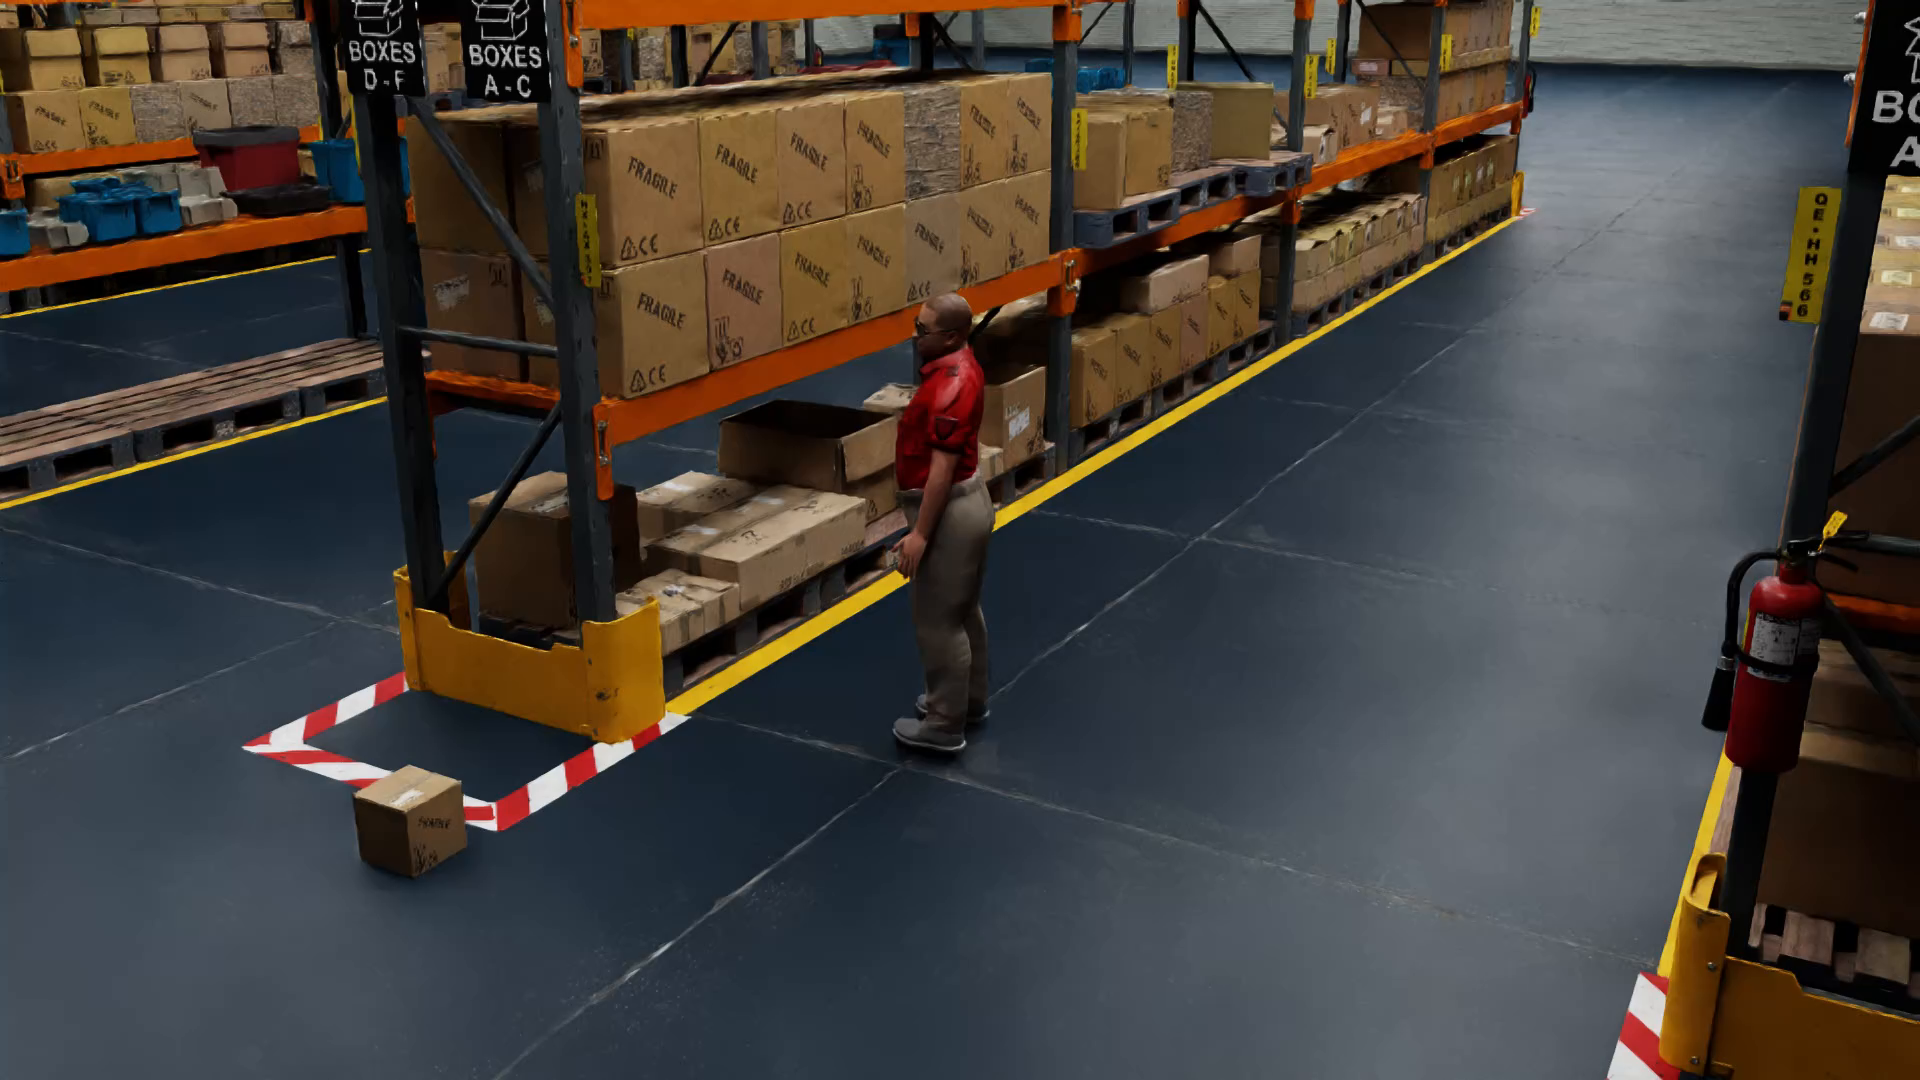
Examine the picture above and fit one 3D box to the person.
[{"bbox_3d":[-0.067,-0.058,6.192,0.377,1.739,0.597,3,19,8],"label":"person"}]
